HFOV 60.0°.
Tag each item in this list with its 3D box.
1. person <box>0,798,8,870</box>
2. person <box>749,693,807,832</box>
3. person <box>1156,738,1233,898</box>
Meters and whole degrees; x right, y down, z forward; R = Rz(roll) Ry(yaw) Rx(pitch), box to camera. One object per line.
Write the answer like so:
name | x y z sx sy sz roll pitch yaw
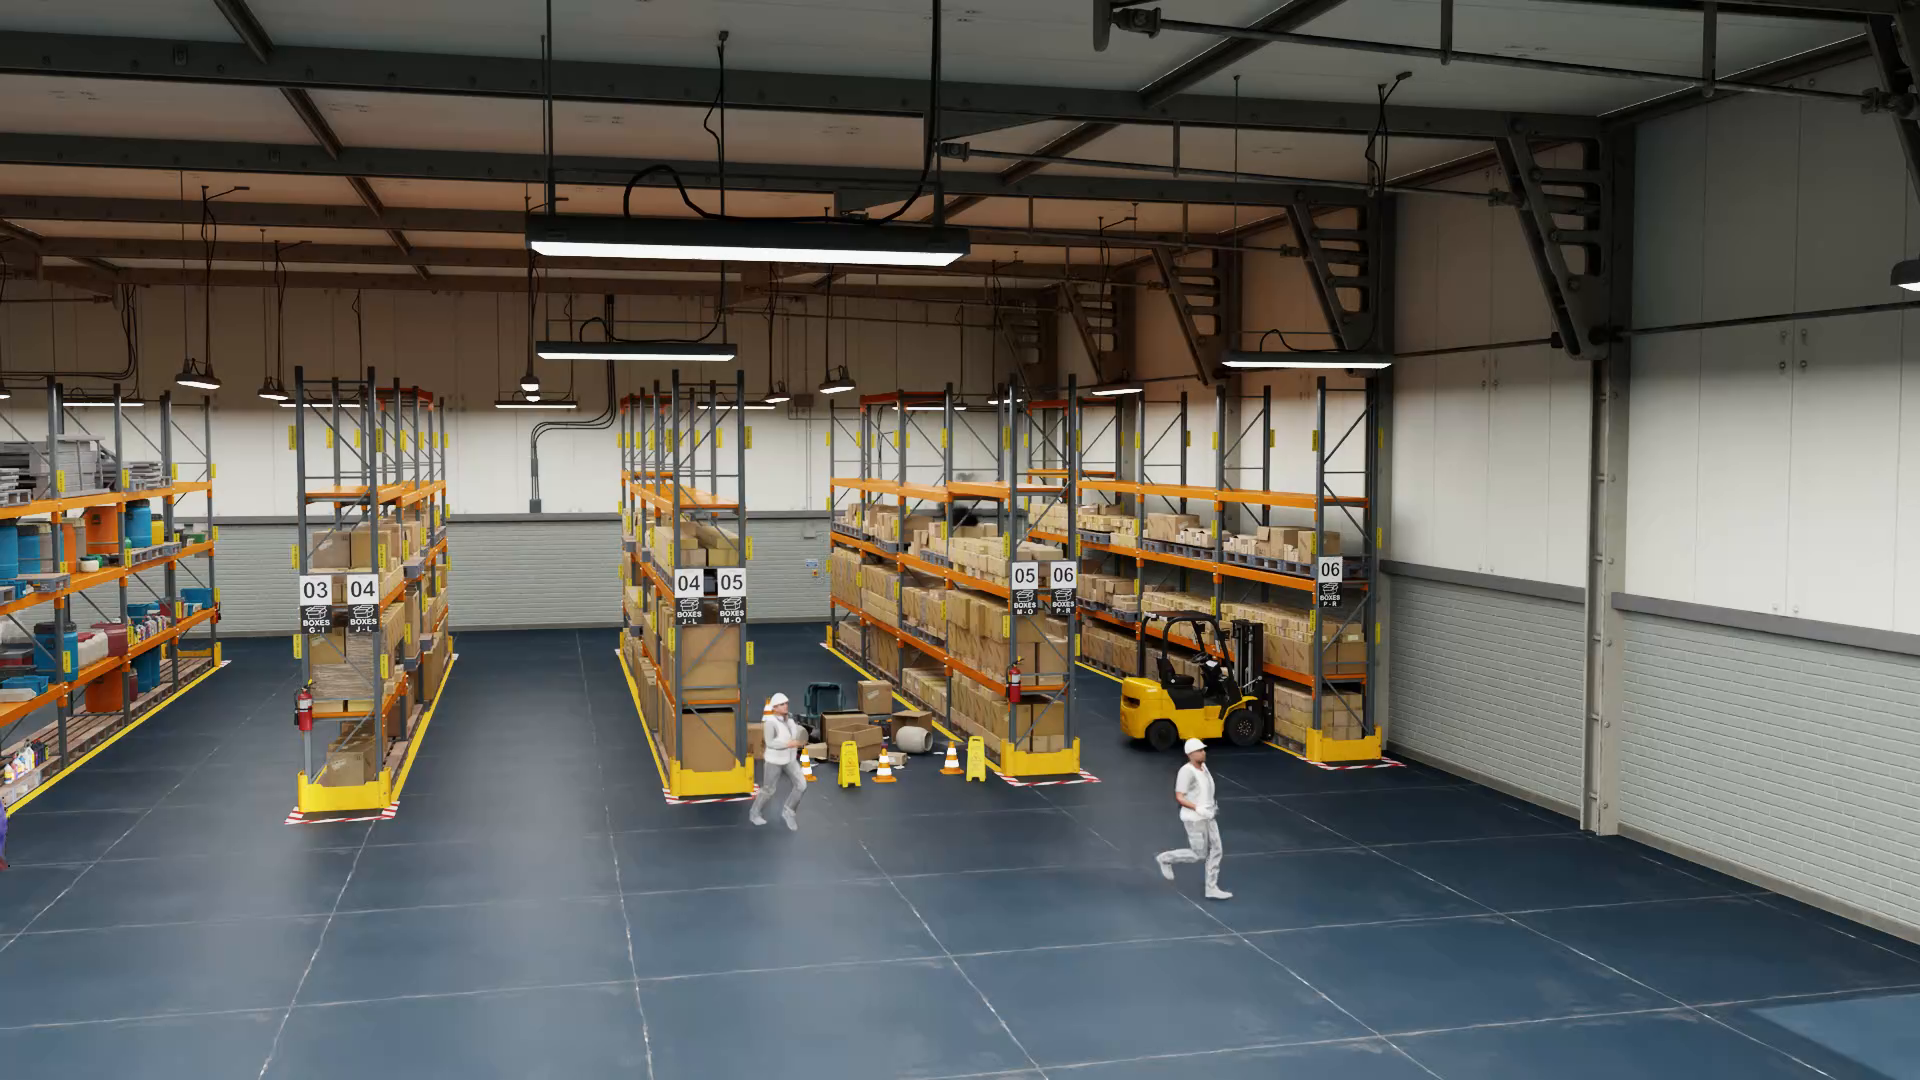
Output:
person | -11.533 3.028 19.471 0.881 1.697 0.611 1 4 23
person | -2.299 2.844 21.339 0.873 1.788 0.662 3 4 39
person | 2.604 3.048 18.286 0.855 1.750 0.696 2 4 31
